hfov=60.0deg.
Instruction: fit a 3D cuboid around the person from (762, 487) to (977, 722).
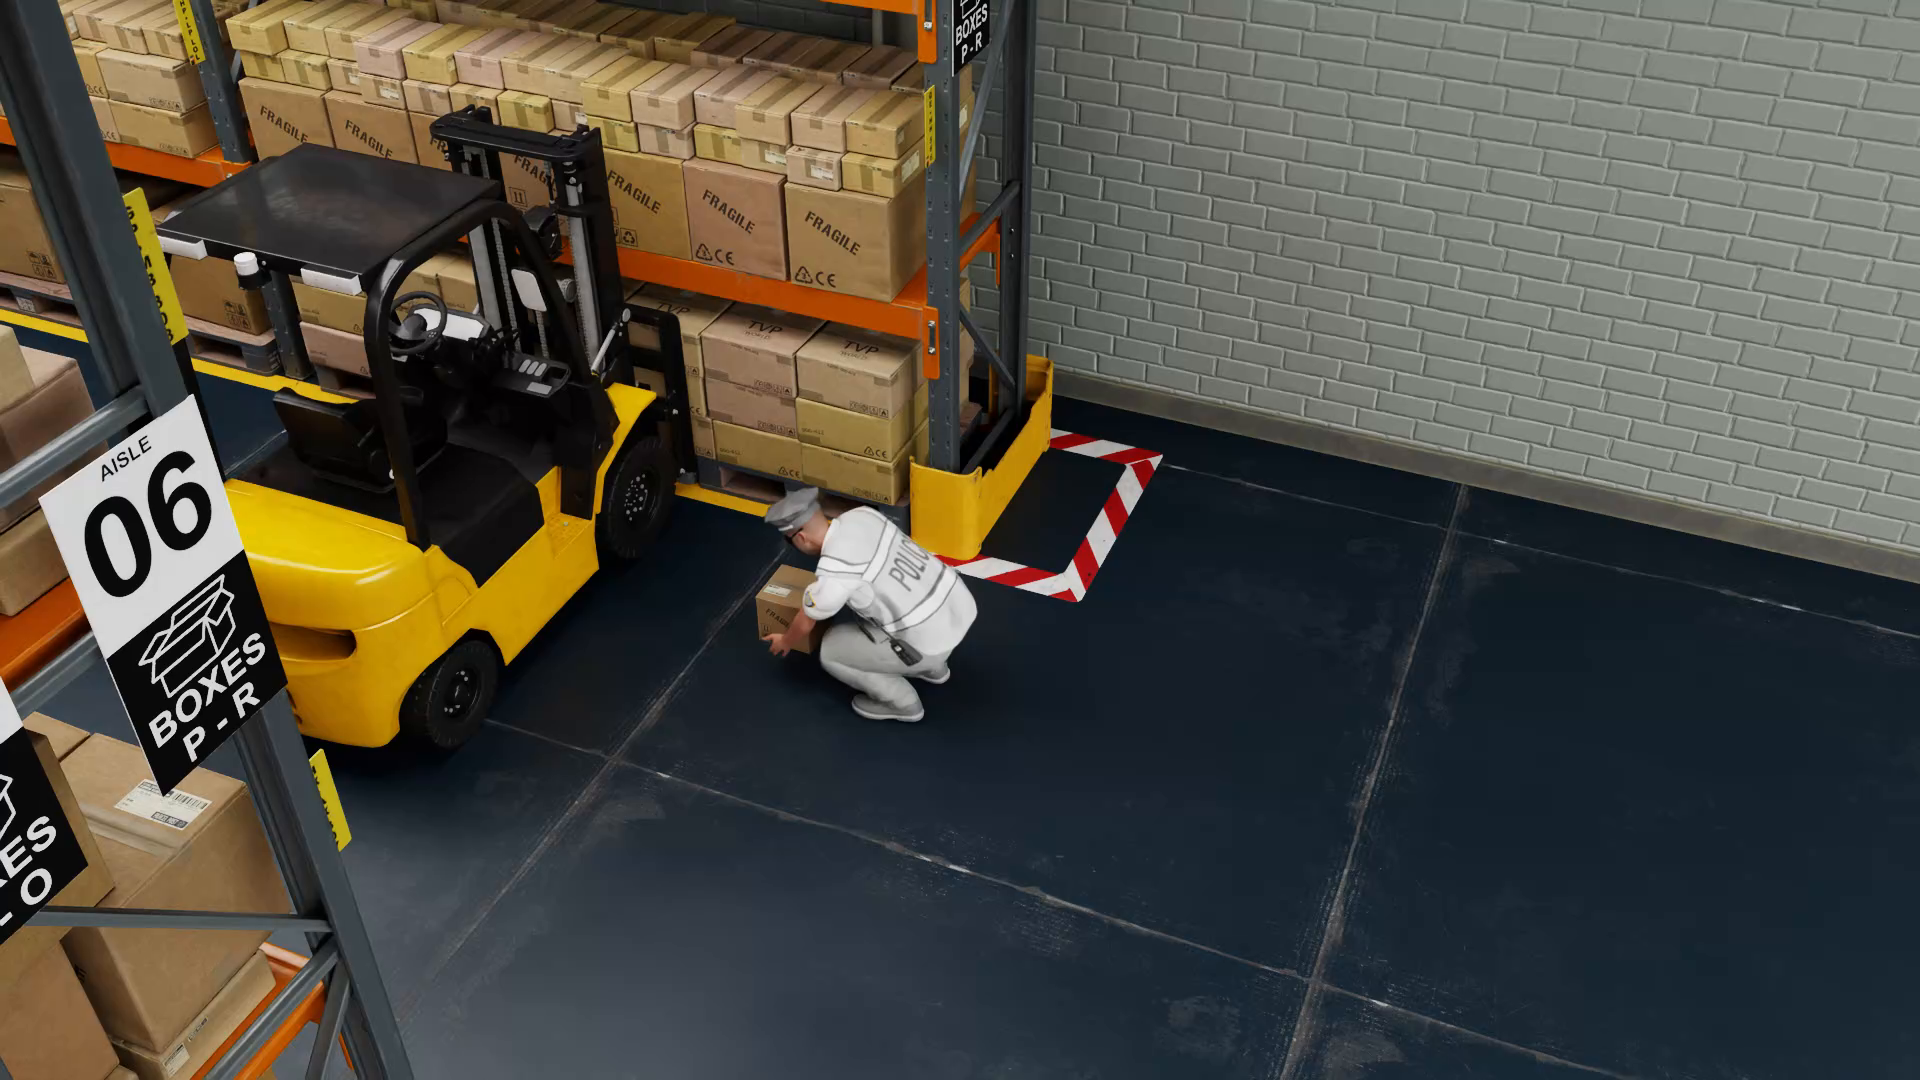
[{"bbox_3d":[-0.396,0.246,7.110,0.913,1.020,0.543,13,39,17],"label":"person"}]
